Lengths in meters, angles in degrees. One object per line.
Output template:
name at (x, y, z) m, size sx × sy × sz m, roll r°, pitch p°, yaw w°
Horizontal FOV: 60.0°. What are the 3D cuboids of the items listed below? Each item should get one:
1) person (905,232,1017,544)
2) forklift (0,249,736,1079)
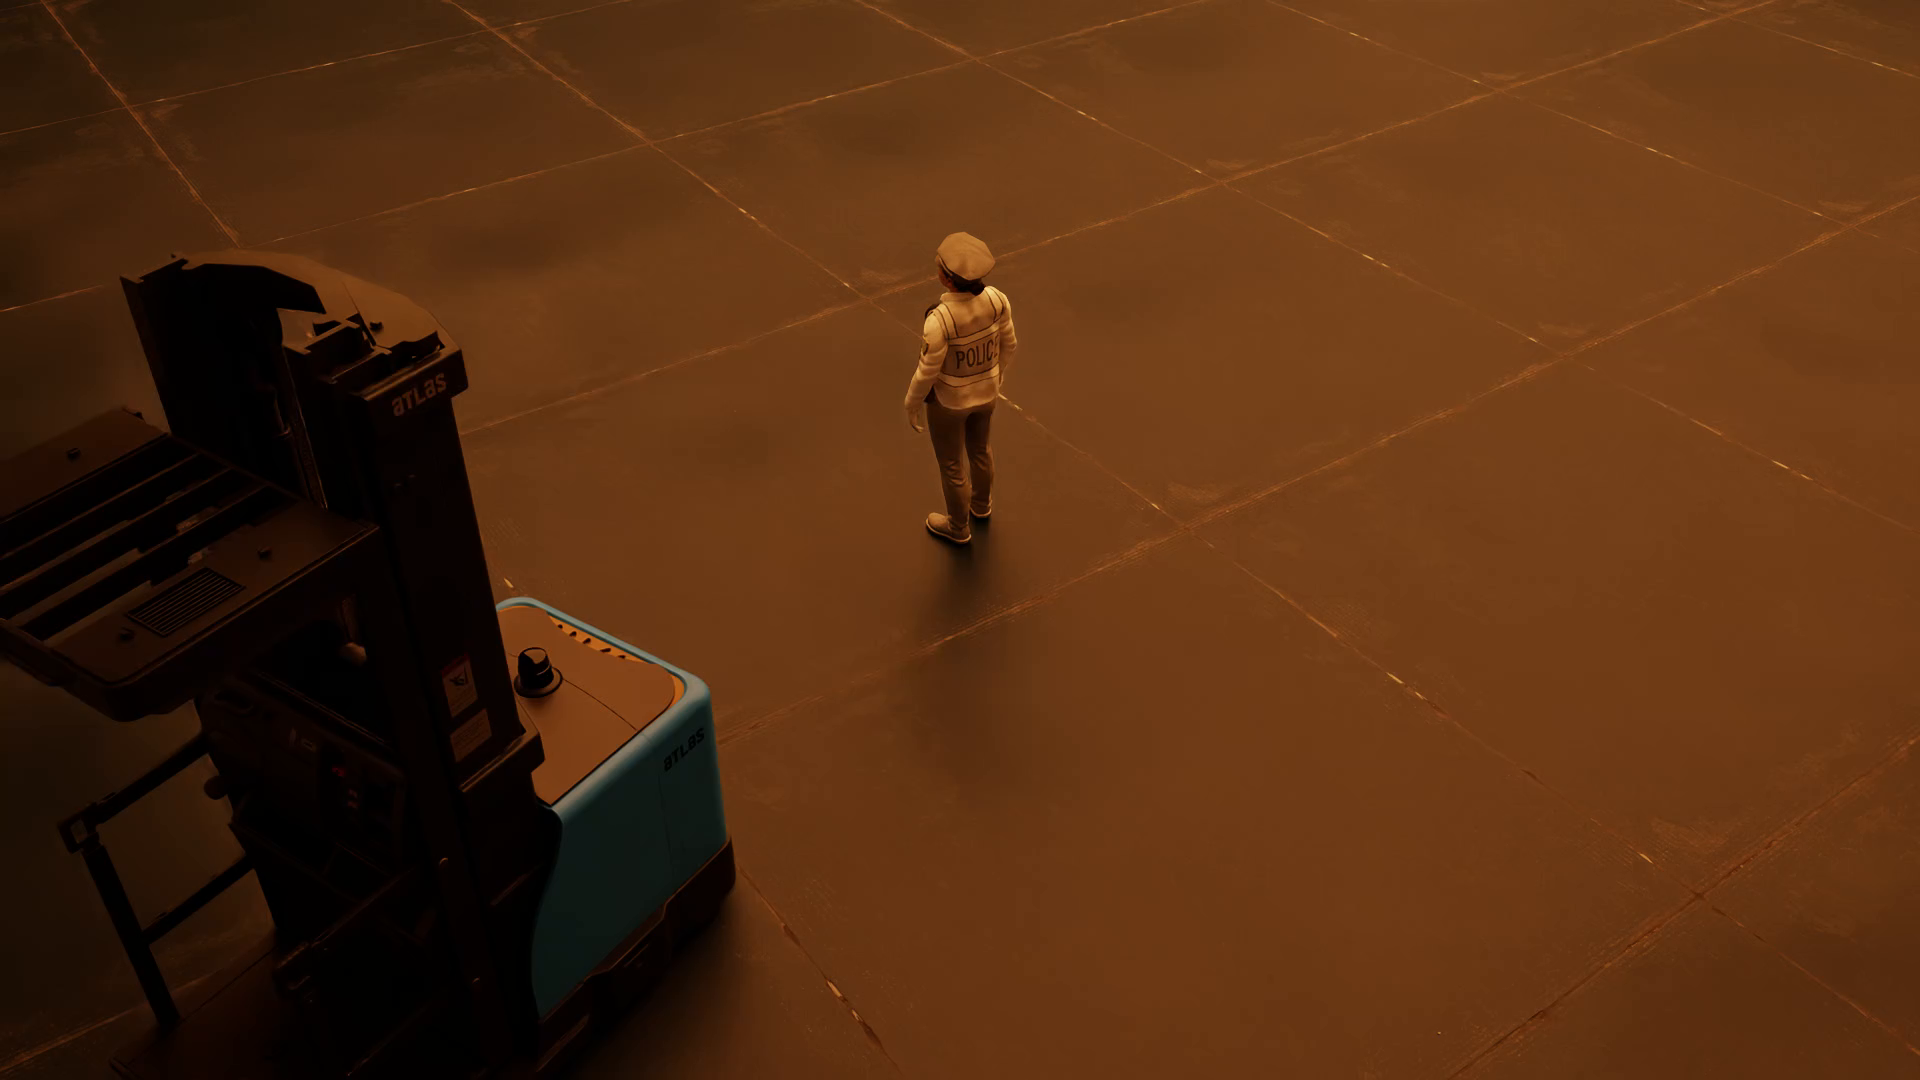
person at (-0.034, -0.722, 7.949) m, size 0.588 × 1.696 × 0.533 m, roll -23°, pitch 42°, yaw -28°
forklift at (-2.110, 0.764, 4.911) m, size 1.130 × 2.935 × 3.031 m, roll 22°, pitch 42°, yaw 26°
